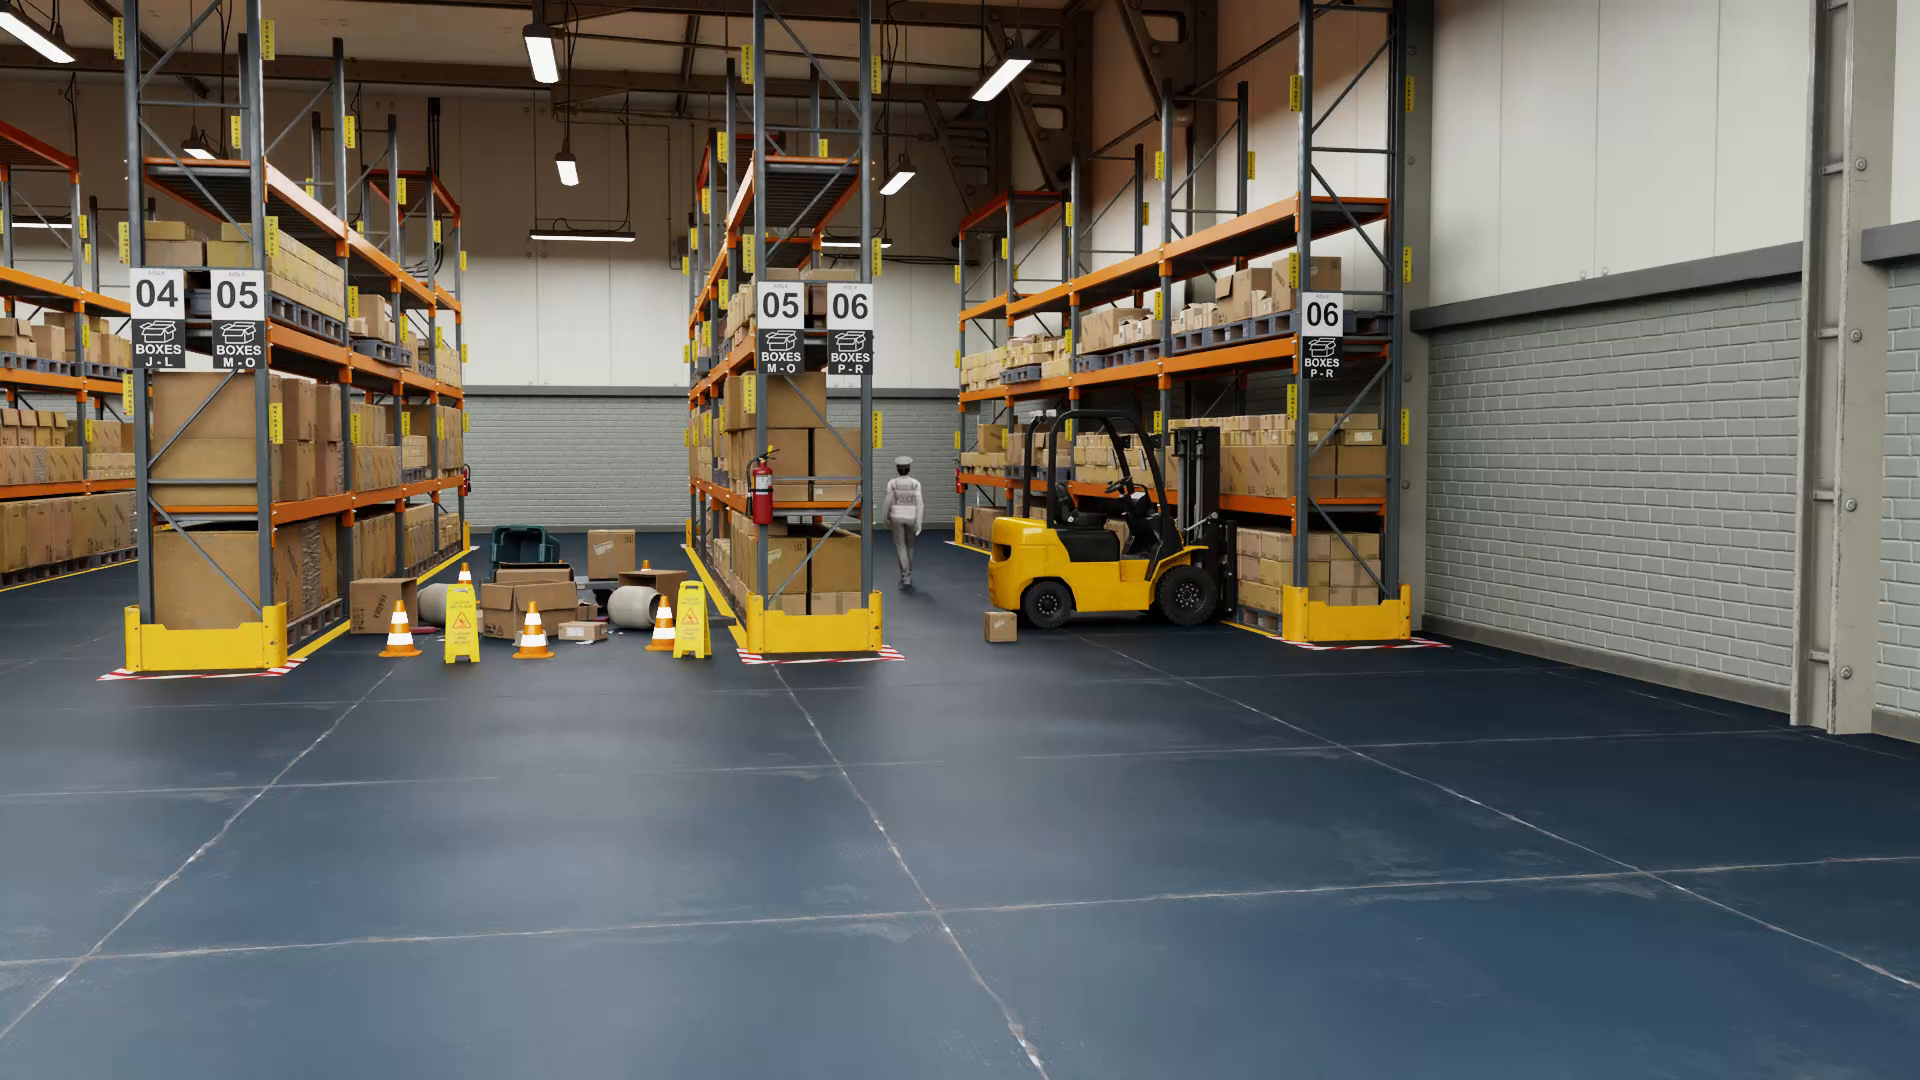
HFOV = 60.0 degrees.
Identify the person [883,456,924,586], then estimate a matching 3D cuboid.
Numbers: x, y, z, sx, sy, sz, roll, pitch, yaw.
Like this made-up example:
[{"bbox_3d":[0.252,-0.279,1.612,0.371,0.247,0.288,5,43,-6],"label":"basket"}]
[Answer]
[{"bbox_3d":[-0.752,-0.255,21.283,0.498,1.638,0.961,-1,3,-14],"label":"person"}]
